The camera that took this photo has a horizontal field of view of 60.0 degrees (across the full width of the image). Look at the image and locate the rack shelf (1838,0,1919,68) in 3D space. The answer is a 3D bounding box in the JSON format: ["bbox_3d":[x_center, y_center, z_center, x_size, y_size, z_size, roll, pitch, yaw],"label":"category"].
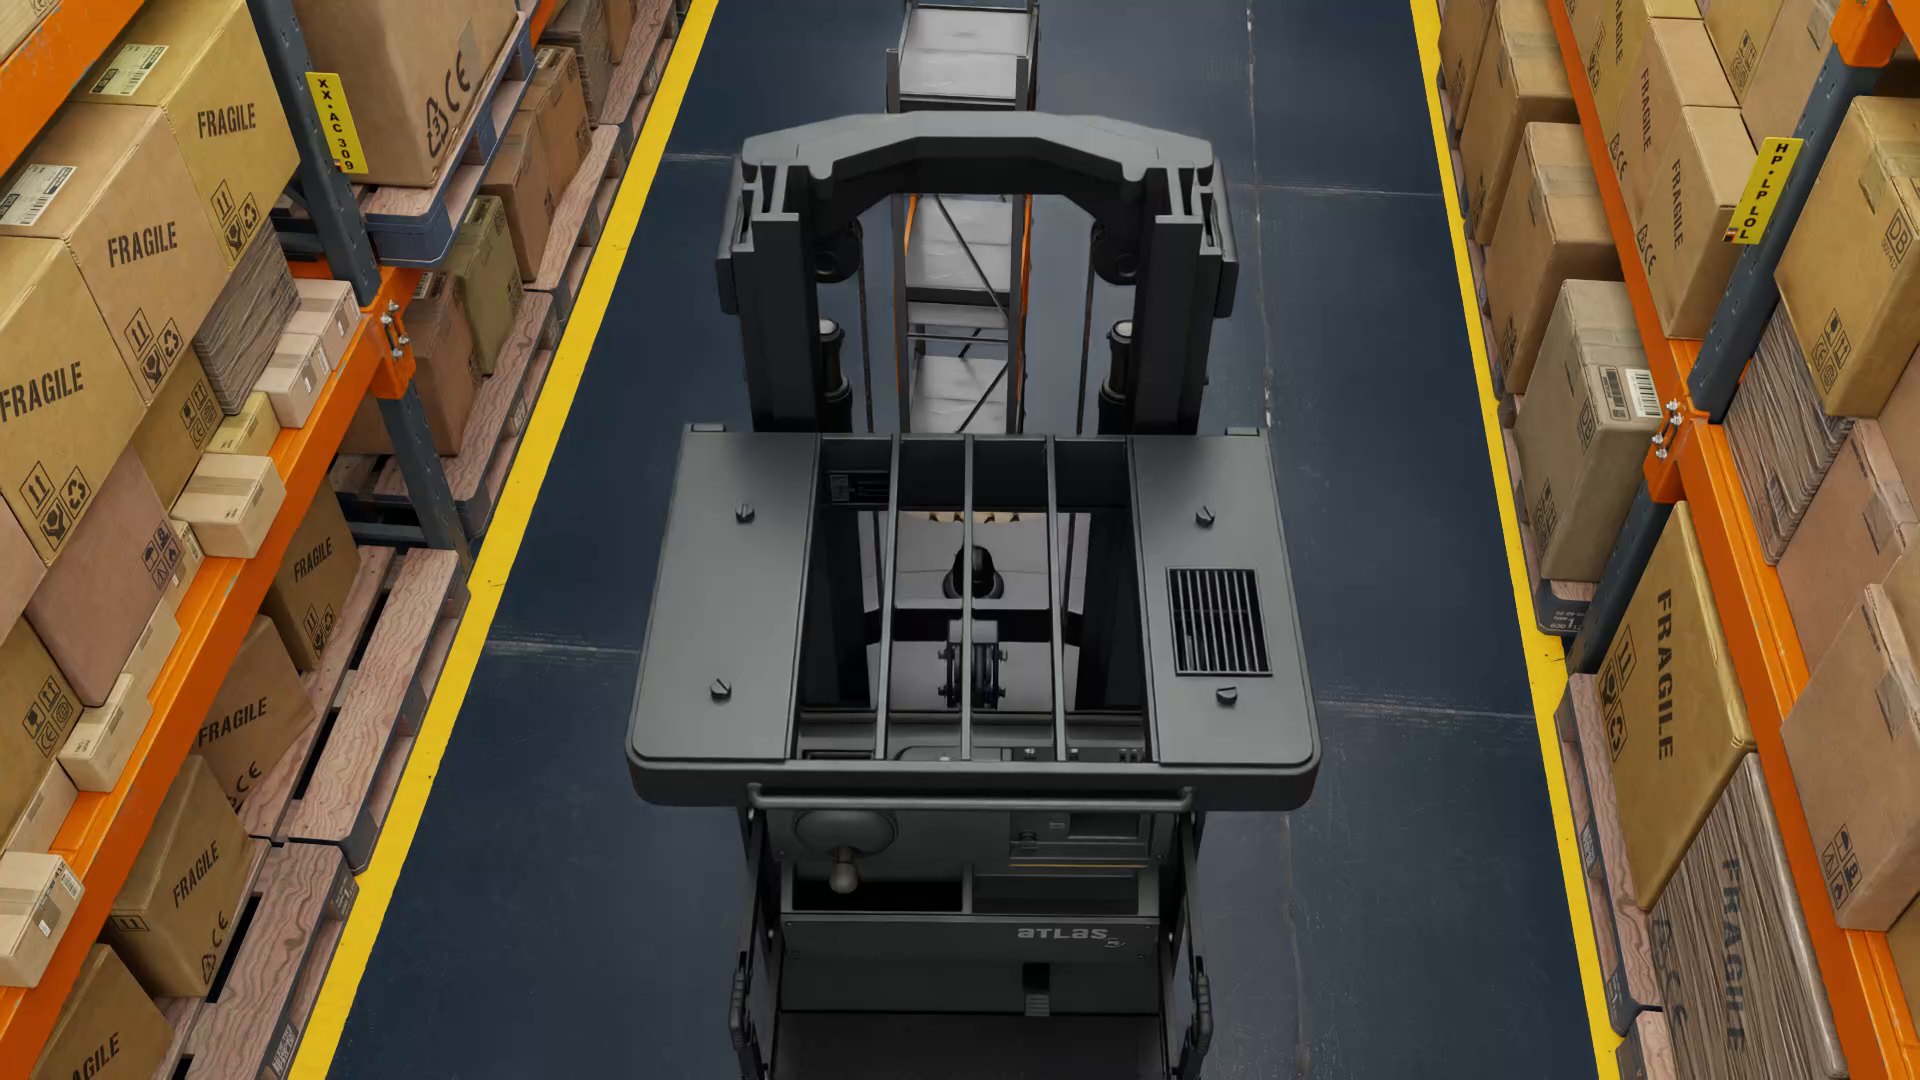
[{"bbox_3d":[2.442,0.192,2.497,1.077,0.370,4.000,4,48,4],"label":"rack shelf"}]

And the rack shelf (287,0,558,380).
[{"bbox_3d":[-2.124,-2.143,6.665,1.077,0.370,4.000,4,48,4],"label":"rack shelf"}]

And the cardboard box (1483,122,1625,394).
[{"bbox_3d":[2.683,-1.062,6.428,1.050,0.750,0.750,4,48,4],"label":"cardboard box"}]

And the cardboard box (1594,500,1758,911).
[{"bbox_3d":[2.497,0.524,4.893,0.875,0.875,0.875,5,48,4],"label":"cardboard box"}]

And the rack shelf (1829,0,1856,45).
[{"bbox_3d":[2.806,-2.748,5.185,1.077,0.370,4.000,4,48,4],"label":"rack shelf"}]

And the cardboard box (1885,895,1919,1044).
[{"bbox_3d":[2.460,0.904,3.289,0.875,0.550,0.500,4,48,4],"label":"cardboard box"}]

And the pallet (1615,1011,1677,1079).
[{"bbox_3d":[2.368,1.885,4.383,1.003,0.211,1.213,4,48,4],"label":"pallet"}]

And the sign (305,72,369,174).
[{"bbox_3d":[-1.765,-1.178,4.708,0.100,0.325,0.005,4,48,4],"label":"sign"}]

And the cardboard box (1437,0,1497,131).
[{"bbox_3d":[2.843,-2.389,7.642,1.050,0.750,0.750,3,48,3],"label":"cardboard box"}]

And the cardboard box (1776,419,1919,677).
[{"bbox_3d":[2.575,0.119,4.007,0.875,0.550,0.550,4,48,4],"label":"cardboard box"}]

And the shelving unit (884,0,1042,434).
[{"bbox_3d":[0.015,-0.830,5.586,0.431,2.100,0.503,4,48,4],"label":"shelving unit"}]

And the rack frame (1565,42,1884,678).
[{"bbox_3d":[2.624,-0.508,4.682,1.000,3.000,0.127,4,48,4],"label":"rack frame"}]

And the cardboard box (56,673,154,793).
[{"bbox_3d":[-2.184,0.448,3.978,0.380,0.149,0.250,4,48,4],"label":"cardboard box"}]

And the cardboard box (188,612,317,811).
[{"bbox_3d":[-2.427,0.498,5.171,0.500,0.500,0.500,18,50,16],"label":"cardboard box"}]

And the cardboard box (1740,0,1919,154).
[{"bbox_3d":[2.663,-1.245,4.610,0.700,0.500,0.500,3,48,3],"label":"cardboard box"}]

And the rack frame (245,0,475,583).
[{"bbox_3d":[-2.306,-0.916,5.055,1.000,3.000,0.127,4,48,4],"label":"rack frame"}]

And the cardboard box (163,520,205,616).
[{"bbox_3d":[-2.214,0.075,4.319,0.380,0.149,0.250,4,48,4],"label":"cardboard box"}]

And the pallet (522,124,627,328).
[{"bbox_3d":[-2.128,-1.446,7.430,1.003,0.211,1.213,4,48,4],"label":"pallet"}]

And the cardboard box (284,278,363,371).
[{"bbox_3d":[-2.033,-0.654,4.985,0.380,0.149,0.250,4,48,4],"label":"cardboard box"}]

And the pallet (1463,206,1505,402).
[{"bbox_3d":[2.728,-1.038,7.057,1.003,0.211,1.213,4,48,4],"label":"pallet"}]

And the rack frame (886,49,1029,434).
[{"bbox_3d":[-0.007,-0.651,5.422,0.400,2.100,0.015,4,48,4],"label":"rack frame"}]

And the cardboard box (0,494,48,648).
[{"bbox_3d":[-2.213,0.063,3.212,0.500,0.500,0.500,4,48,4],"label":"cardboard box"}]

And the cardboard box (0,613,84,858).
[{"bbox_3d":[-2.521,0.380,3.600,0.875,0.500,0.500,4,48,4],"label":"cardboard box"}]

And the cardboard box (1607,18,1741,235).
[{"bbox_3d":[2.451,-1.315,5.352,0.500,0.500,0.500,3,48,3],"label":"cardboard box"}]

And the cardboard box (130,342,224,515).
[{"bbox_3d":[-2.489,-0.359,4.276,0.875,0.500,0.500,4,48,4],"label":"cardboard box"}]

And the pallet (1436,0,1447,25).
[{"bbox_3d":[3.061,-3.081,8.925,1.003,0.211,1.213,4,48,4],"label":"pallet"}]

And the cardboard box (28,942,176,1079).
[{"bbox_3d":[-2.501,1.367,4.376,0.500,0.500,0.500,8,48,7],"label":"cardboard box"}]

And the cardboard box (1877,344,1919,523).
[{"bbox_3d":[2.622,-0.243,3.606,0.875,0.550,0.550,4,48,4],"label":"cardboard box"}]

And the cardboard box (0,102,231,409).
[{"bbox_3d":[-2.117,-0.671,3.884,0.500,0.500,0.500,4,48,4],"label":"cardboard box"}]

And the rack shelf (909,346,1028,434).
[{"bbox_3d":[0.015,-0.349,6.113,0.431,0.518,0.480,4,48,4],"label":"rack shelf"}]

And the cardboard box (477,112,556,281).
[{"bbox_3d":[-2.116,-1.431,6.922,0.700,0.500,0.500,0,48,0],"label":"cardboard box"}]

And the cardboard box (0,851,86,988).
[{"bbox_3d":[-2.174,0.819,3.639,0.380,0.149,0.250,4,48,4],"label":"cardboard box"}]

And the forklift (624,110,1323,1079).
[{"bbox_3d":[0.025,0.706,3.618,1.130,2.935,3.031,0,48,0],"label":"forklift"}]

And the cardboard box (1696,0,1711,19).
[{"bbox_3d":[2.755,-1.994,5.296,0.700,0.500,0.500,4,48,4],"label":"cardboard box"}]

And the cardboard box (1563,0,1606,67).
[{"bbox_3d":[2.541,-2.059,6.033,0.500,0.500,0.500,3,48,3],"label":"cardboard box"}]

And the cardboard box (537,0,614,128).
[{"bbox_3d":[-2.021,-2.258,7.678,0.700,0.500,0.500,0,48,0],"label":"cardboard box"}]

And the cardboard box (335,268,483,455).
[{"bbox_3d":[-2.229,-0.671,6.227,0.700,0.500,0.500,1,48,1],"label":"cardboard box"}]

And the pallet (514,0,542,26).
[{"bbox_3d":[-2.081,-2.333,6.481,1.003,0.211,1.213,4,48,4],"label":"pallet"}]

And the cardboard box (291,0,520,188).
[{"bbox_3d":[-2.094,-1.835,5.204,1.000,1.000,1.000,4,48,4],"label":"cardboard box"}]

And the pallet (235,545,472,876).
[{"bbox_3d":[-2.332,0.521,5.631,1.003,0.211,1.213,4,48,4],"label":"pallet"}]

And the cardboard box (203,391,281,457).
[{"bbox_3d":[-2.148,-0.291,4.654,0.380,0.149,0.250,4,48,4],"label":"cardboard box"}]
